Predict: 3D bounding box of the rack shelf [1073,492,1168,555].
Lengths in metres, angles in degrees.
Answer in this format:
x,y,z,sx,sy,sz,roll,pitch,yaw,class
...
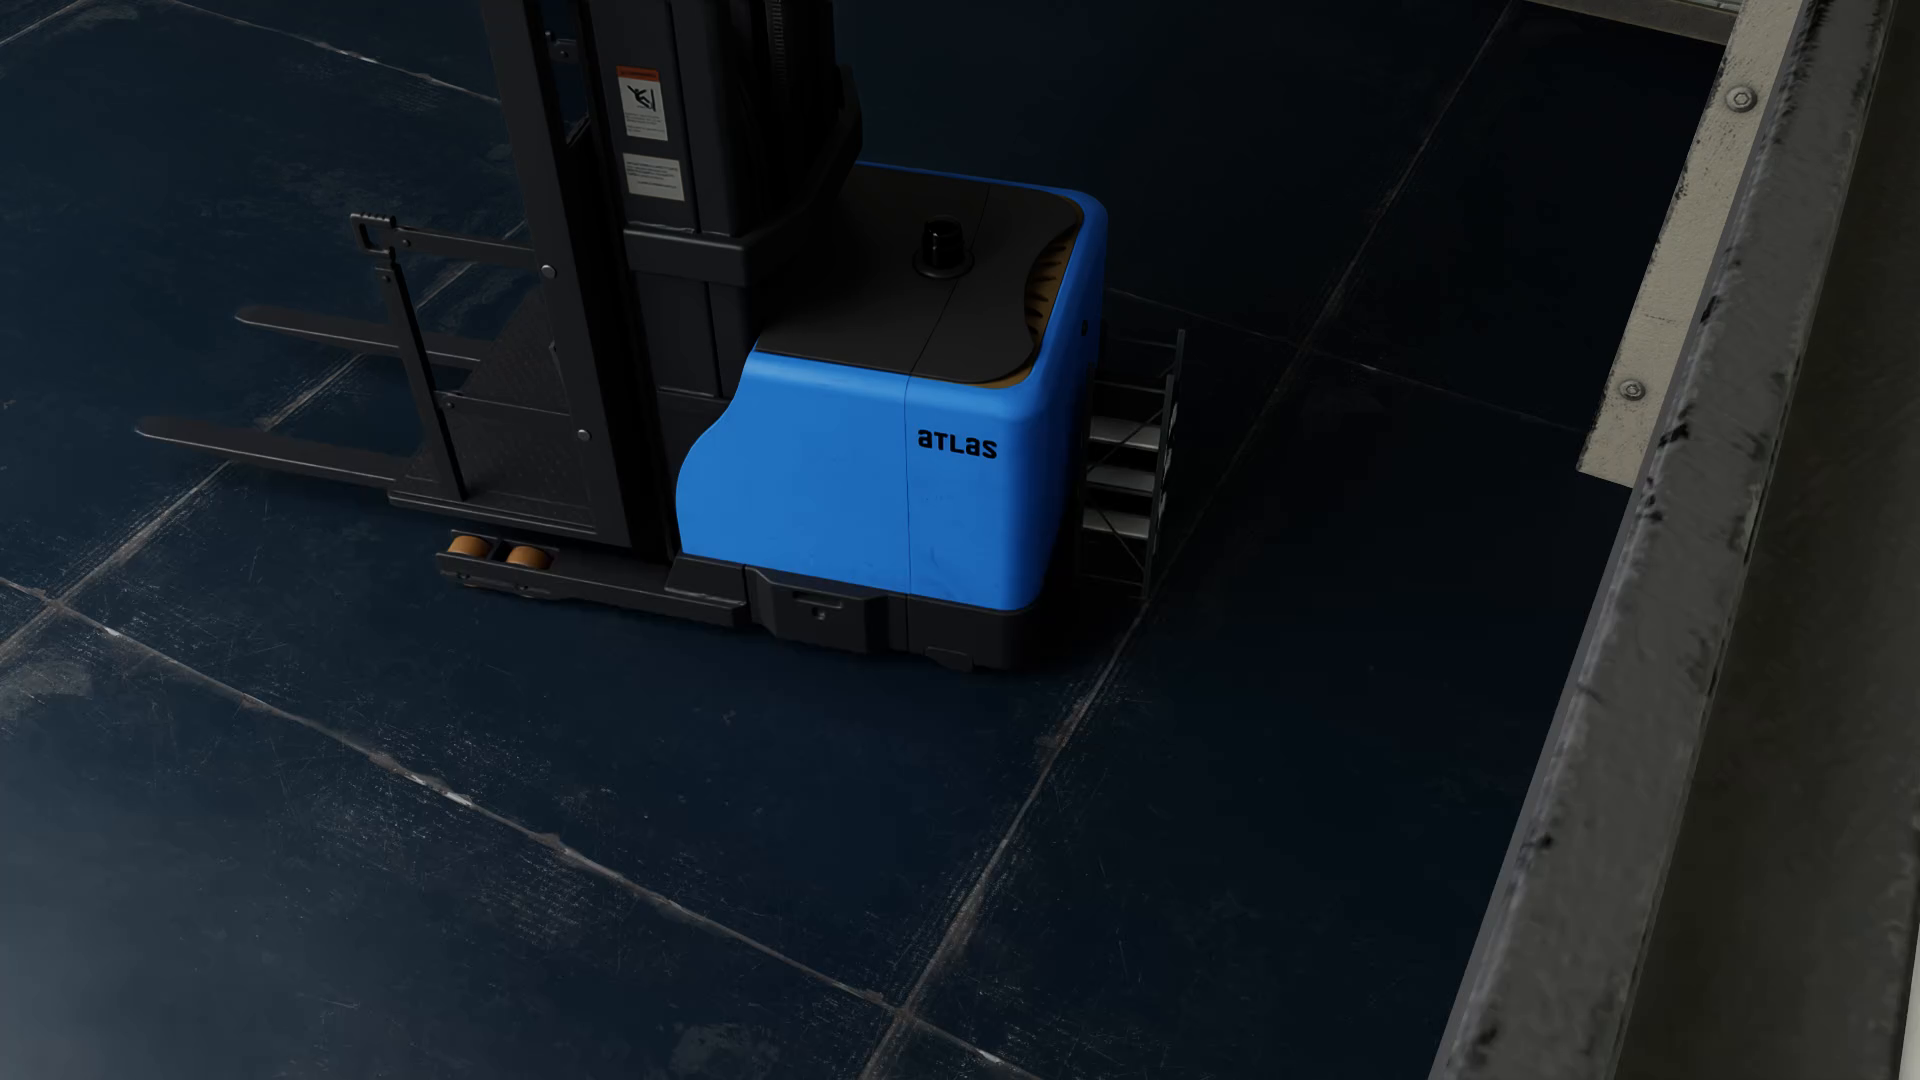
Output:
x,y,z,sx,sy,sz,roll,pitch,yaw,class
0.490,-0.072,5.083,0.258,0.077,0.200,10,46,10,rack shelf

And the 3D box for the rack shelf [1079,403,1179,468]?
x,y,z,sx,sy,sz,roll,pitch,yaw,class
0.491,-0.324,4.827,0.258,0.077,0.200,10,46,10,rack shelf

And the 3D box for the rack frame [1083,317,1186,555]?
x,y,z,sx,sy,sz,roll,pitch,yaw,class
0.515,-0.292,5.001,0.240,0.900,0.006,10,46,10,rack frame

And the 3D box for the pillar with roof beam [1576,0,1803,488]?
x,y,z,sx,sy,sz,roll,pitch,yaw,class
-1.521,-4.895,3.856,9.100,9.000,0.400,20,49,19,pillar with roof beam

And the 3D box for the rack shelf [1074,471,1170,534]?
x,y,z,sx,sy,sz,roll,pitch,yaw,class
0.490,-0.135,5.019,0.258,0.077,0.200,10,46,10,rack shelf

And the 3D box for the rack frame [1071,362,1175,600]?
x,y,z,sx,sy,sz,roll,pitch,yaw,class
0.466,-0.151,4.862,0.240,0.900,0.006,10,46,10,rack frame

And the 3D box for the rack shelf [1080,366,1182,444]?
x,y,z,sx,sy,sz,roll,pitch,yaw,class
0.491,-0.388,4.763,0.258,0.077,0.200,10,46,10,rack shelf

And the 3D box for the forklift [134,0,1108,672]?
x,y,z,sx,sy,sz,roll,pitch,yaw,class
-1.130,-1.204,4.474,3.031,2.935,1.130,10,46,10,forklift

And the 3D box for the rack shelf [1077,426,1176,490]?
x,y,z,sx,sy,sz,roll,pitch,yaw,class
0.490,-0.261,4.891,0.258,0.077,0.200,10,46,10,rack shelf

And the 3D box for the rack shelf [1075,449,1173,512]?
x,y,z,sx,sy,sz,roll,pitch,yaw,class
0.490,-0.198,4.955,0.258,0.077,0.200,10,46,10,rack shelf

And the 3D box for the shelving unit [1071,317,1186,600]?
x,y,z,sx,sy,sz,roll,pitch,yaw,class
0.490,-0.221,4.931,0.258,0.900,0.210,10,46,10,shelving unit
